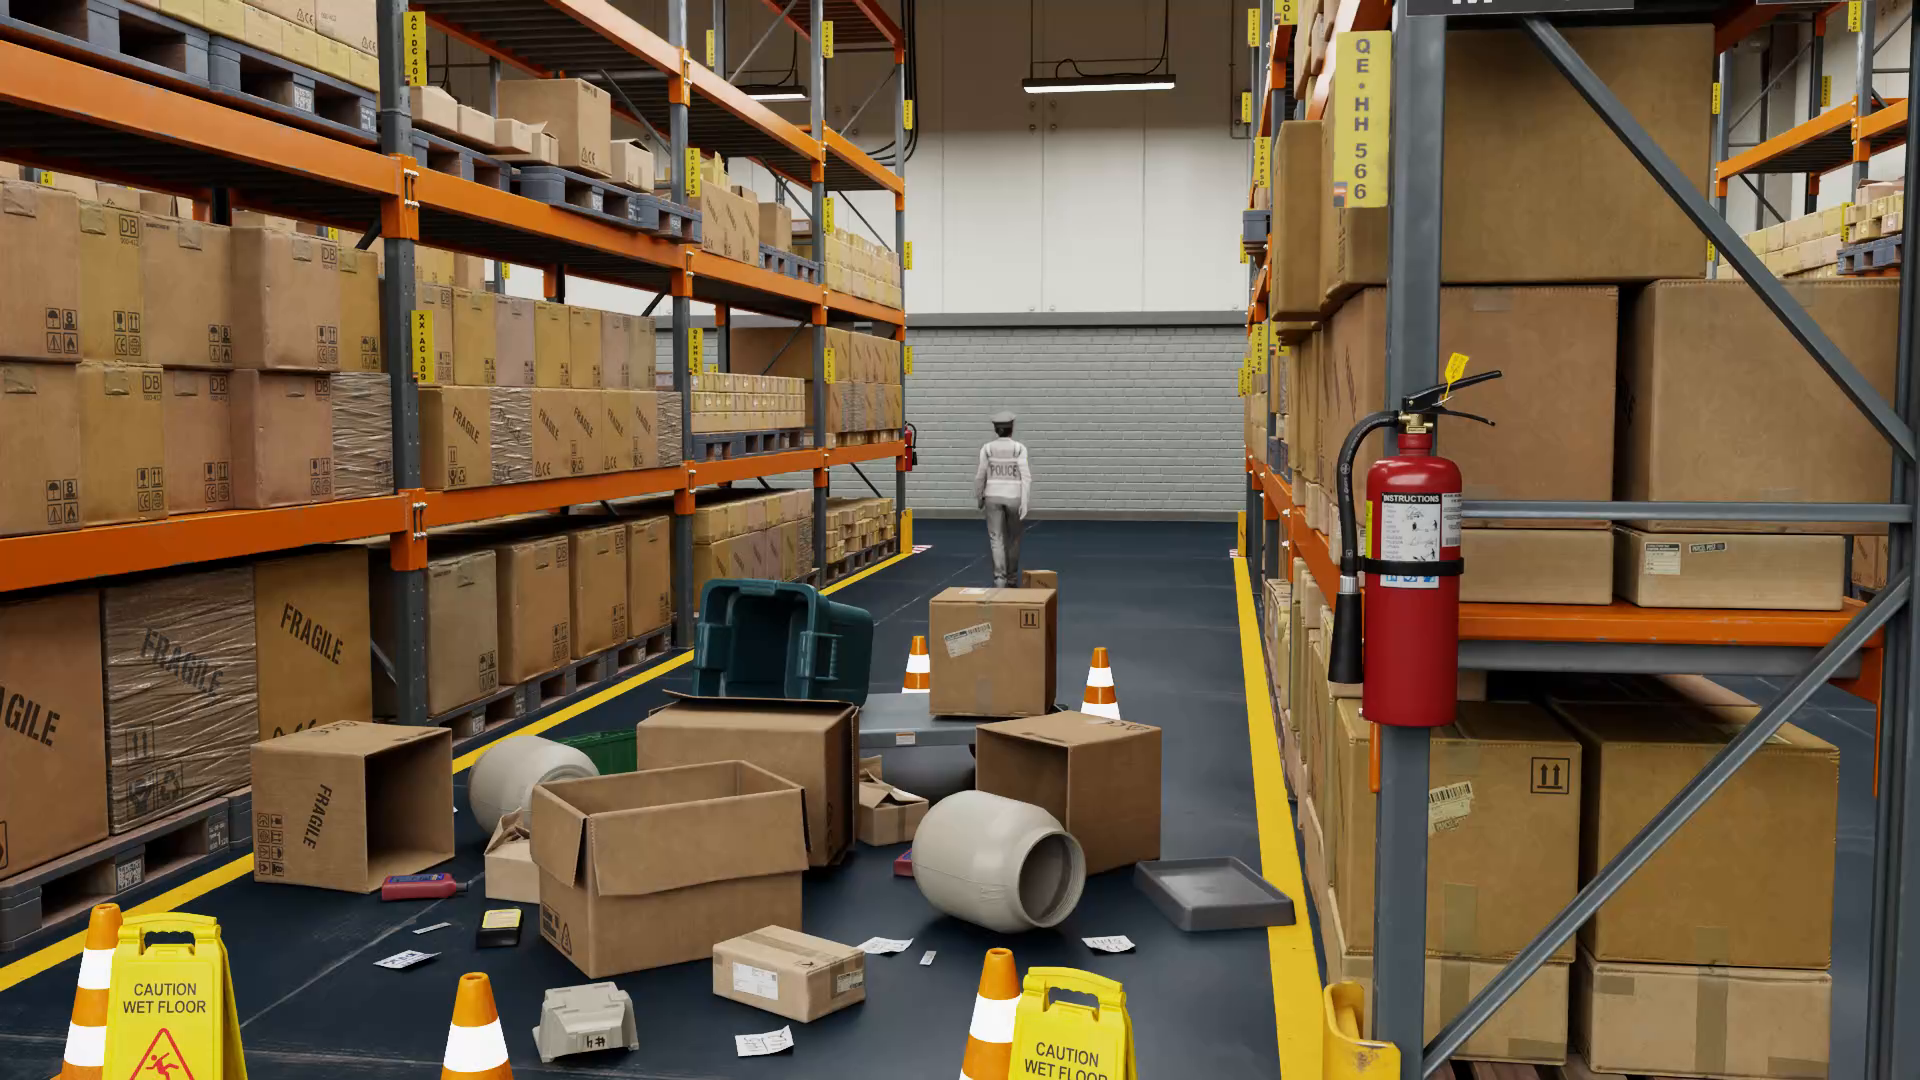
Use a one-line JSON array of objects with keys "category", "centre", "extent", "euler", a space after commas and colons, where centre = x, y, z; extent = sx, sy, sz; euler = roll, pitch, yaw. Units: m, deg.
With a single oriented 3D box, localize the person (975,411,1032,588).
[{"category": "person", "centre": [0.391, -0.365, 15.229], "extent": [0.513, 1.623, 1.005], "euler": [0, 5, 0]}]
